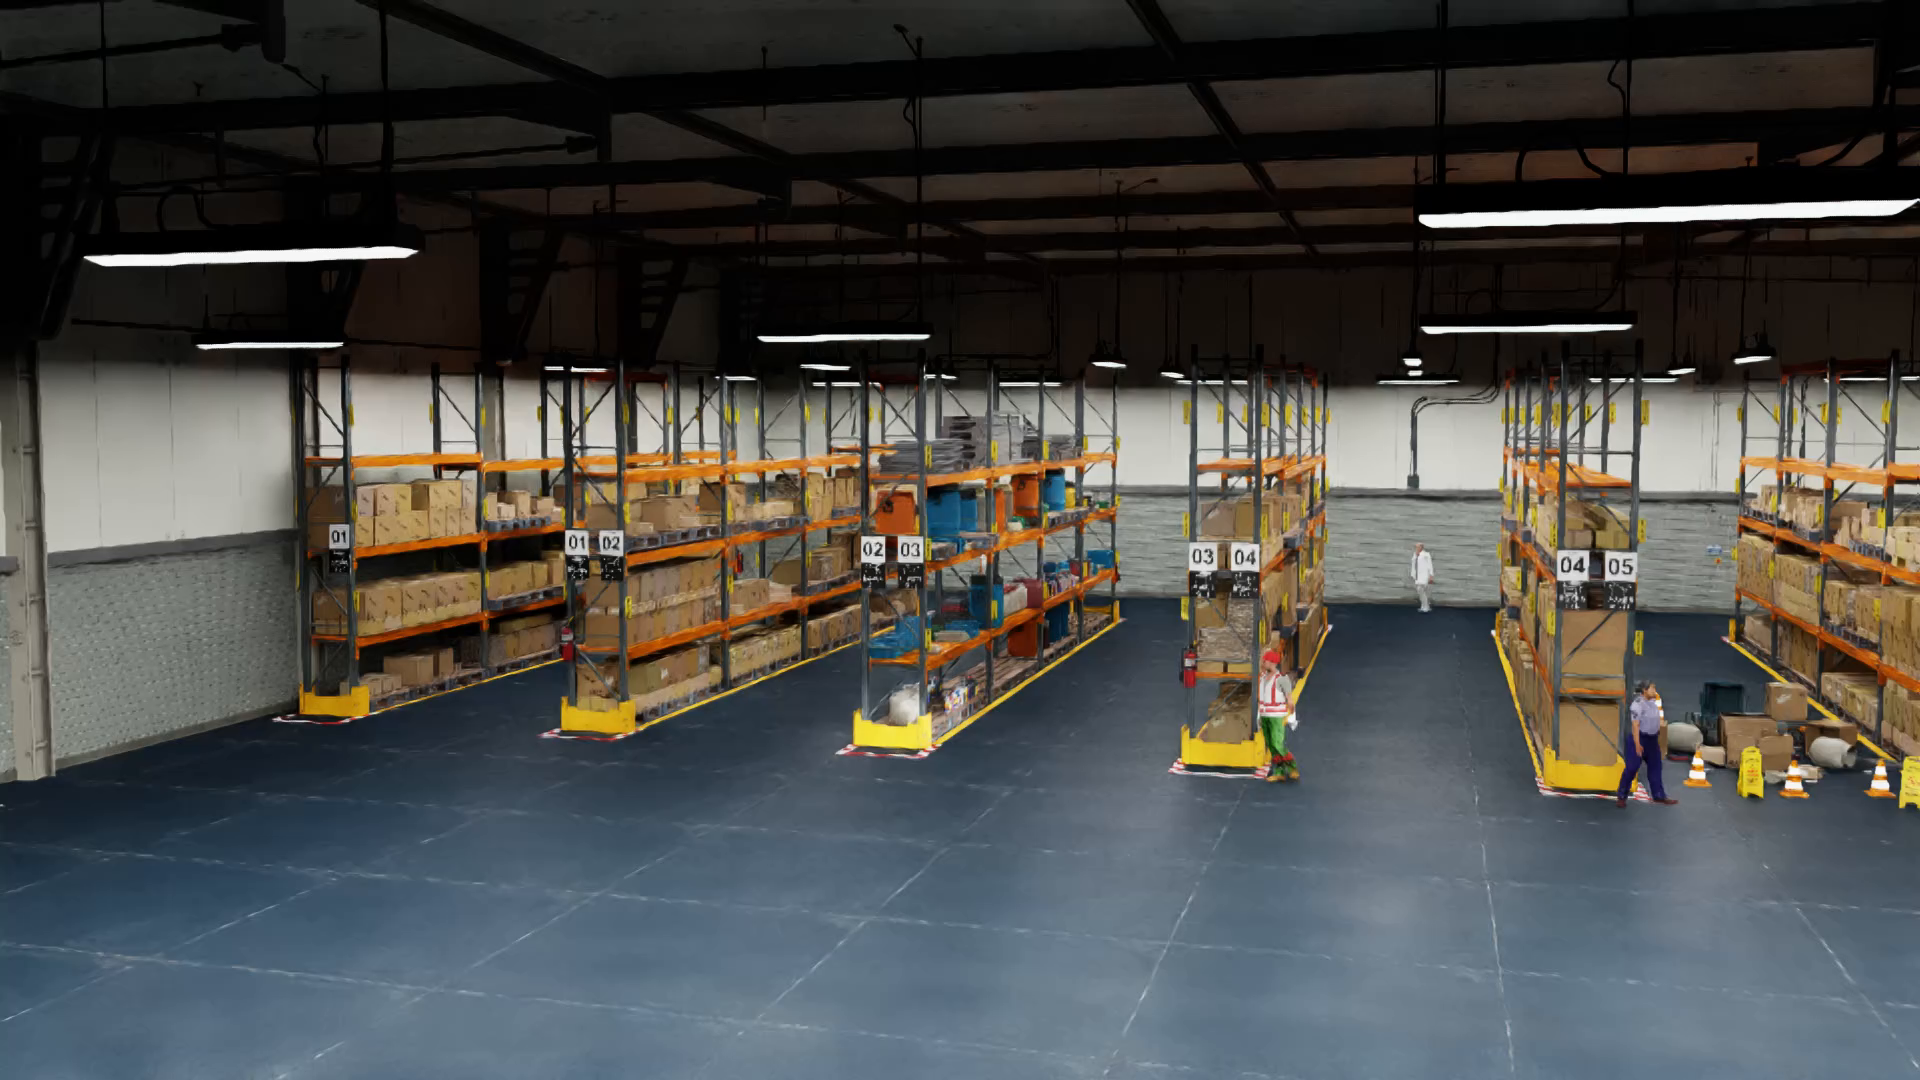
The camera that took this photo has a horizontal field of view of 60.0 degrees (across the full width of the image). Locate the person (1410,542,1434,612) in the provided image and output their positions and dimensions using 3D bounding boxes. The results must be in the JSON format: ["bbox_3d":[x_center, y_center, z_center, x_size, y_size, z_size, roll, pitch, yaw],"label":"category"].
[{"bbox_3d":[11.787,0.922,42.410,0.537,1.764,0.688,-2,5,-22],"label":"person"}]

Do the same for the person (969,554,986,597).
[{"bbox_3d":[0.640,0.773,45.489,0.711,1.655,0.530,-2,5,-29],"label":"person"}]

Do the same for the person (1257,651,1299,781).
[{"bbox_3d":[4.358,2.407,22.731,0.446,1.778,0.658,-3,5,-31],"label":"person"}]

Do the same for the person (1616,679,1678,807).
[{"bbox_3d":[8.772,2.581,21.269,0.731,1.637,0.563,-3,5,-37],"label":"person"}]
